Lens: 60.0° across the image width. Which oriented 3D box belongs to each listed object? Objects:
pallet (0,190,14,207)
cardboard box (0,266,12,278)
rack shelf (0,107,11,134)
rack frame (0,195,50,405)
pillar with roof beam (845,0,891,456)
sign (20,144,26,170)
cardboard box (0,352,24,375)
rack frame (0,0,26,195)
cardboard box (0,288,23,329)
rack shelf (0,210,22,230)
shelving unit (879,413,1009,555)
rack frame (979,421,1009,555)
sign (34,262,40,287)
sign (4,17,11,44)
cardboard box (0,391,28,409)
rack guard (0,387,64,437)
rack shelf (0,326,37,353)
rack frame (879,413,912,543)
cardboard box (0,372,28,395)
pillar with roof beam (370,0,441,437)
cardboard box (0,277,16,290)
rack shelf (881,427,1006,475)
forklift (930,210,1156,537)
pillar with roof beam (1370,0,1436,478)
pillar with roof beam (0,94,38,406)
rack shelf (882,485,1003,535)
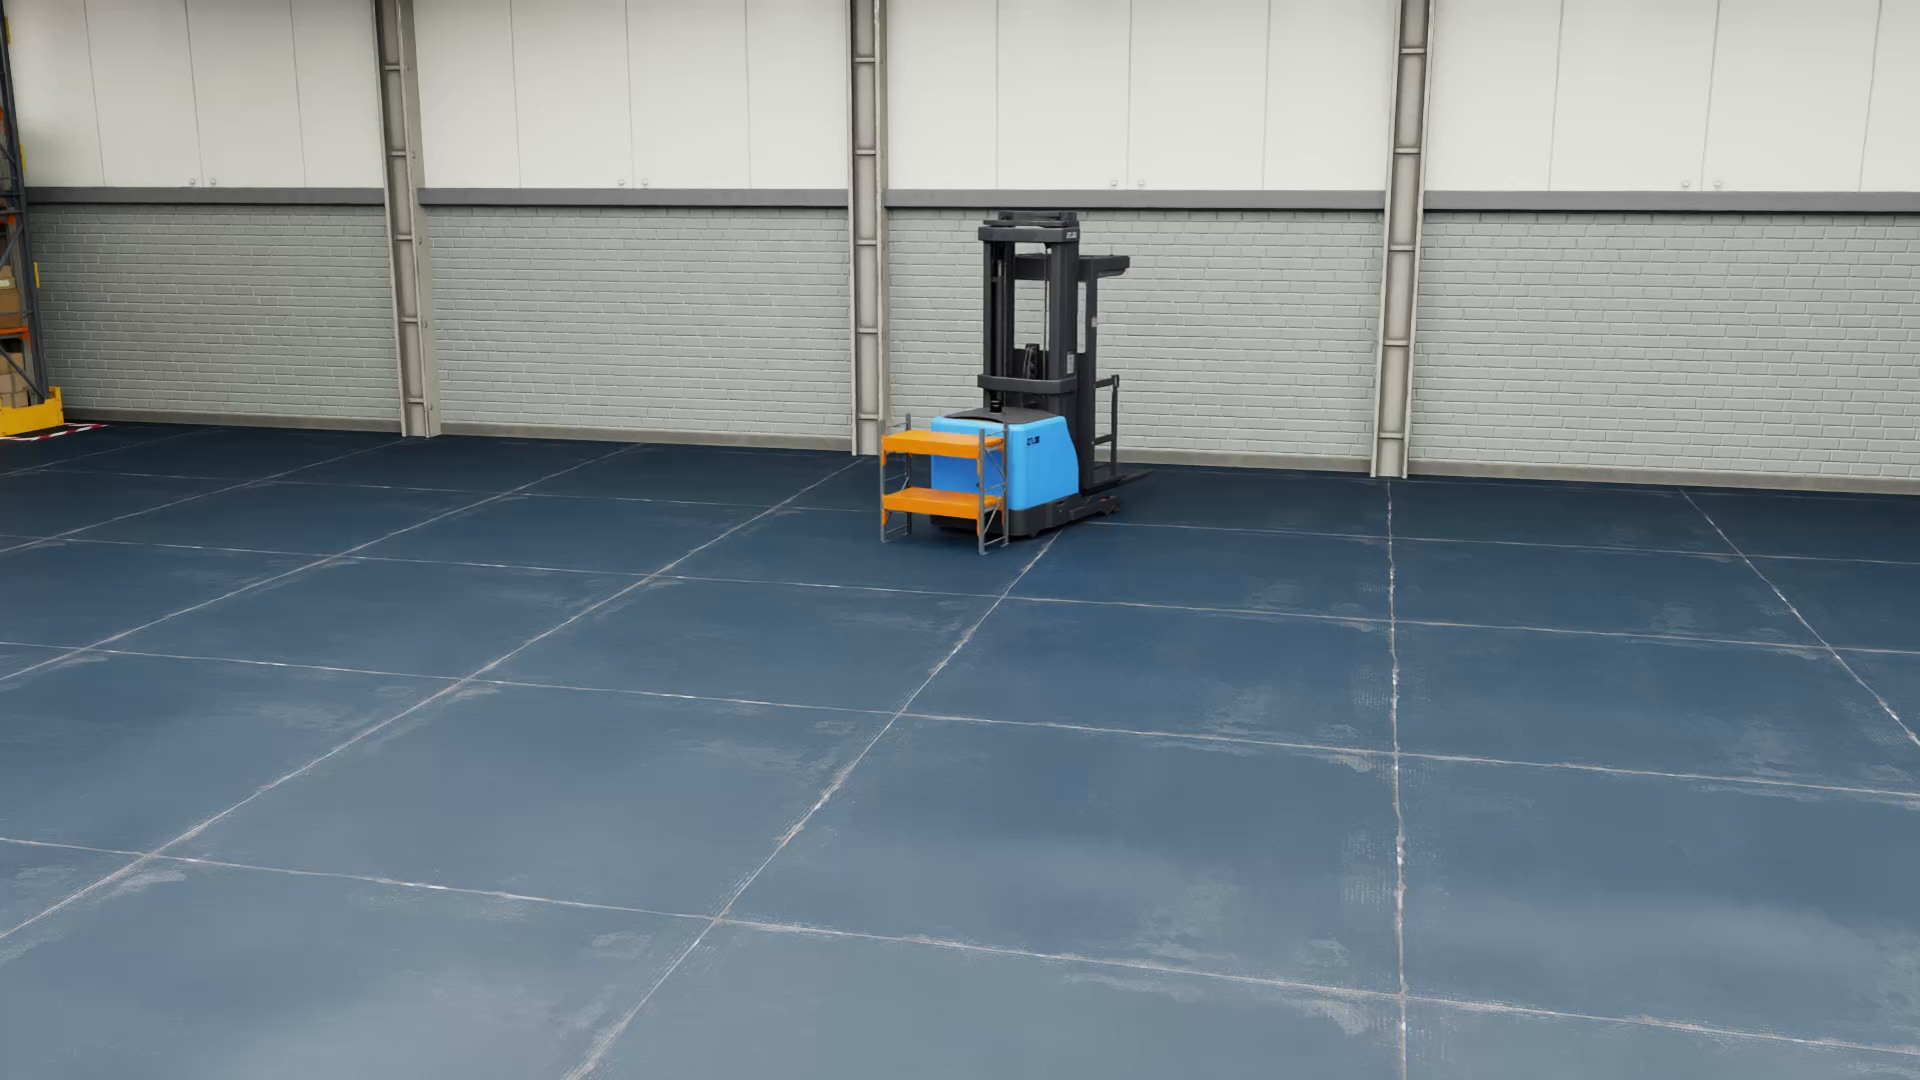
[{"bbox_3d":[-12.931,-4.357,21.227,1.213,0.211,1.003,3,13,14],"label":"pallet"},{"bbox_3d":[-12.526,-3.467,21.521,0.250,0.149,0.380,3,13,12],"label":"cardboard box"},{"bbox_3d":[-14.193,-5.380,21.292,4.000,0.370,1.077,3,13,14],"label":"rack shelf"},{"bbox_3d":[-12.251,-2.894,21.353,0.127,3.000,1.000,3,13,14],"label":"rack frame"},{"bbox_3d":[-2.092,-4.520,14.833,0.400,9.000,9.100,3,13,14],"label":"pillar with roof beam"},{"bbox_3d":[-12.112,-4.940,21.449,0.005,0.325,0.100,3,13,14],"label":"sign"},{"bbox_3d":[-12.672,-2.310,21.789,0.500,0.250,0.500,3,13,13],"label":"cardboard box"},{"bbox_3d":[-12.251,-5.823,20.703,0.127,3.000,1.000,3,13,14],"label":"rack frame"},{"bbox_3d":[-12.665,-3.027,21.721,0.500,0.500,0.500,3,13,15],"label":"cardboard box"},{"bbox_3d":[-14.193,-4.111,21.574,4.000,0.370,1.077,3,13,14],"label":"rack shelf"},{"bbox_3d":[-0.142,-0.516,14.960,1.048,1.125,0.538,7,14,28],"label":"shelving unit"},{"bbox_3d":[0.302,-0.462,14.719,0.032,1.125,0.500,7,14,28],"label":"rack frame"},{"bbox_3d":[-12.112,-3.472,21.775,0.005,0.325,0.100,3,13,14],"label":"sign"},{"bbox_3d":[-12.112,-6.473,21.109,0.005,0.325,0.100,3,13,14],"label":"sign"},{"bbox_3d":[-12.681,-1.823,21.905,0.500,0.250,0.500,3,13,14],"label":"cardboard box"},{"bbox_3d":[-12.228,-1.672,21.618,0.348,0.500,1.175,3,13,14],"label":"rack guard"},{"bbox_3d":[-14.193,-2.647,21.899,4.000,0.370,1.077,3,13,14],"label":"rack shelf"},{"bbox_3d":[-0.586,-0.569,15.202,0.032,1.125,0.500,7,14,28],"label":"rack frame"},{"bbox_3d":[-12.658,-2.069,21.858,0.500,0.250,0.500,3,13,15],"label":"cardboard box"},{"bbox_3d":[-7.917,-4.832,16.236,0.400,9.000,9.100,3,13,14],"label":"pillar with roof beam"},{"bbox_3d":[-12.518,-3.332,21.597,0.250,0.149,0.380,3,13,12],"label":"cardboard box"},{"bbox_3d":[-0.142,-0.801,14.897,1.000,0.278,0.538,7,14,28],"label":"rack shelf"},{"bbox_3d":[0.956,-1.724,16.236,1.130,2.935,3.031,8,15,33],"label":"forklift"},{"bbox_3d":[3.733,-4.209,13.429,0.400,9.000,9.100,3,13,14],"label":"pillar with roof beam"},{"bbox_3d":[-13.742,-5.143,17.640,0.400,9.000,9.100,3,13,14],"label":"pillar with roof beam"},{"bbox_3d":[-0.142,-0.277,15.013,1.000,0.278,0.538,7,14,28],"label":"rack shelf"}]
